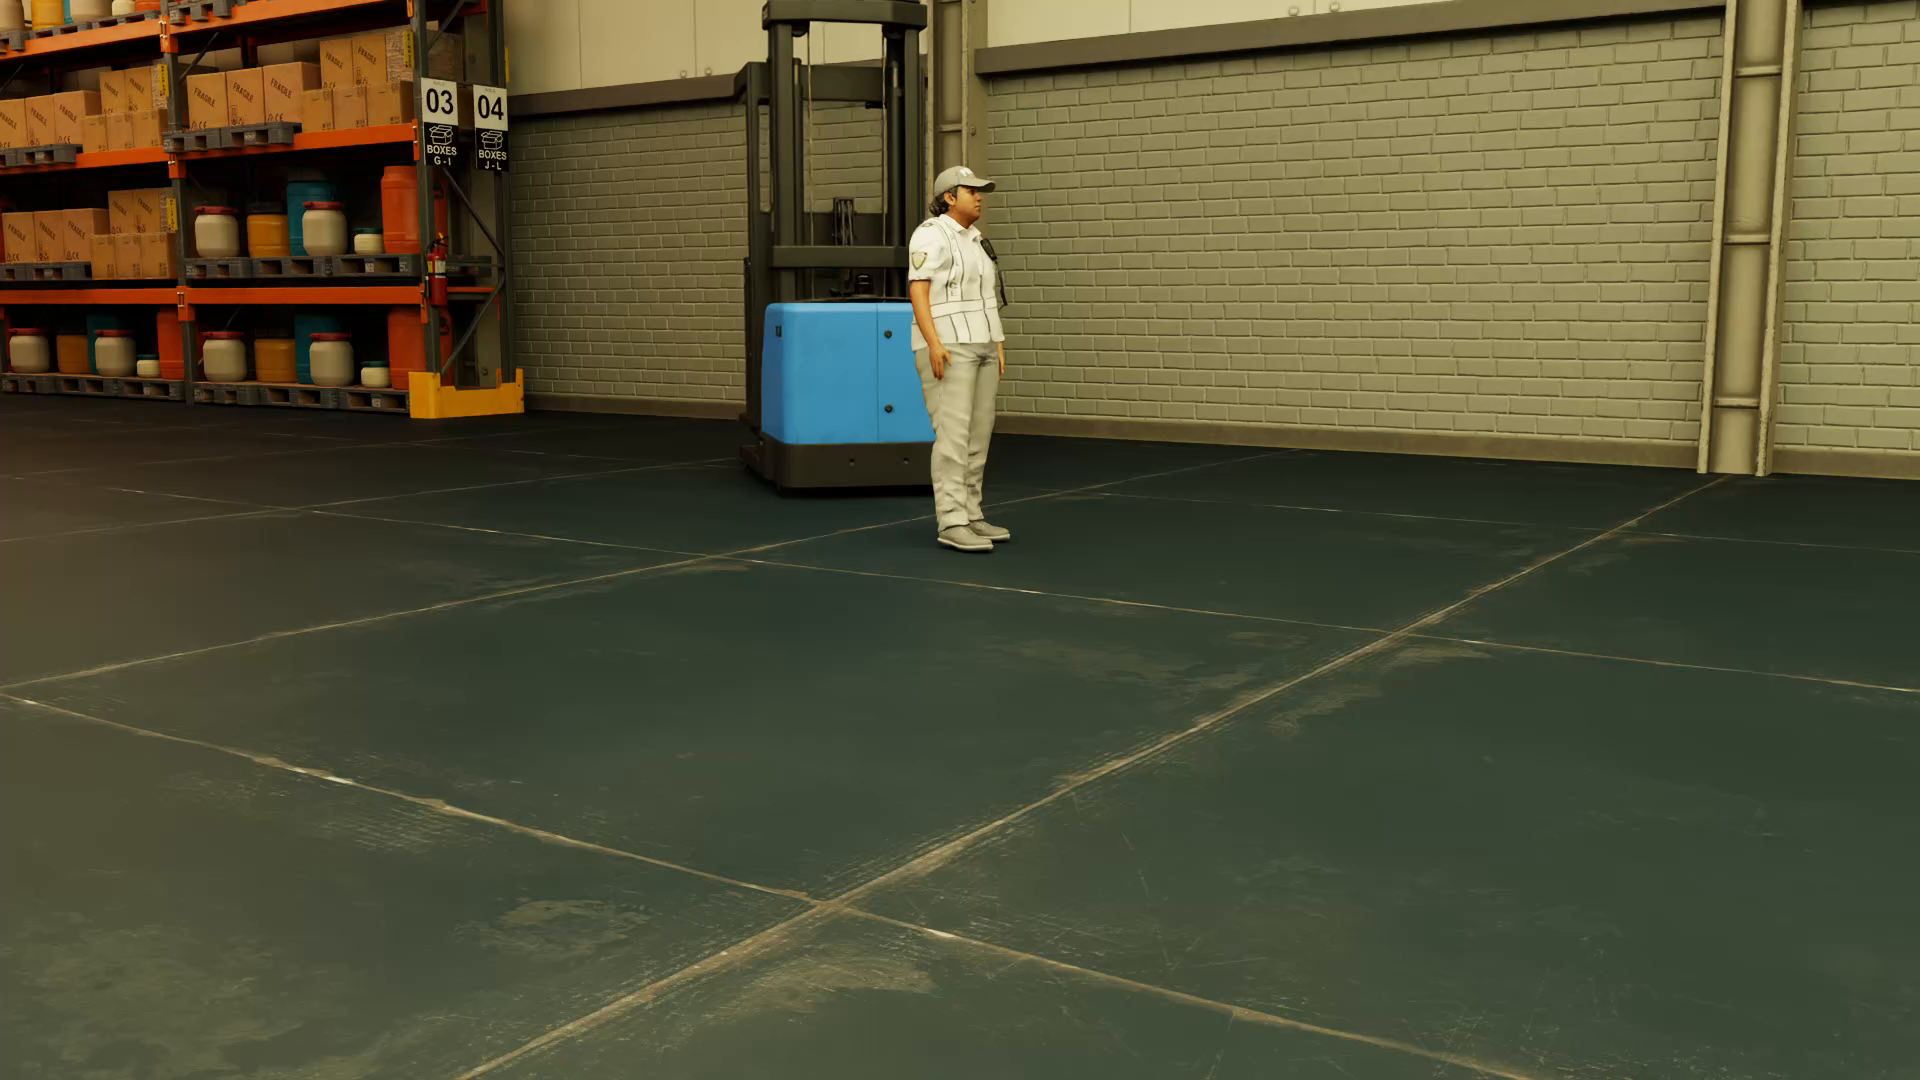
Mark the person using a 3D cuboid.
[{"bbox_3d":[0.051,-0.825,7.424,0.529,1.670,0.598,5,10,34],"label":"person"}]

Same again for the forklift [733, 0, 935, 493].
[{"bbox_3d":[-0.813,-1.884,10.441,1.130,2.935,3.031,-2,8,-14],"label":"forklift"}]
